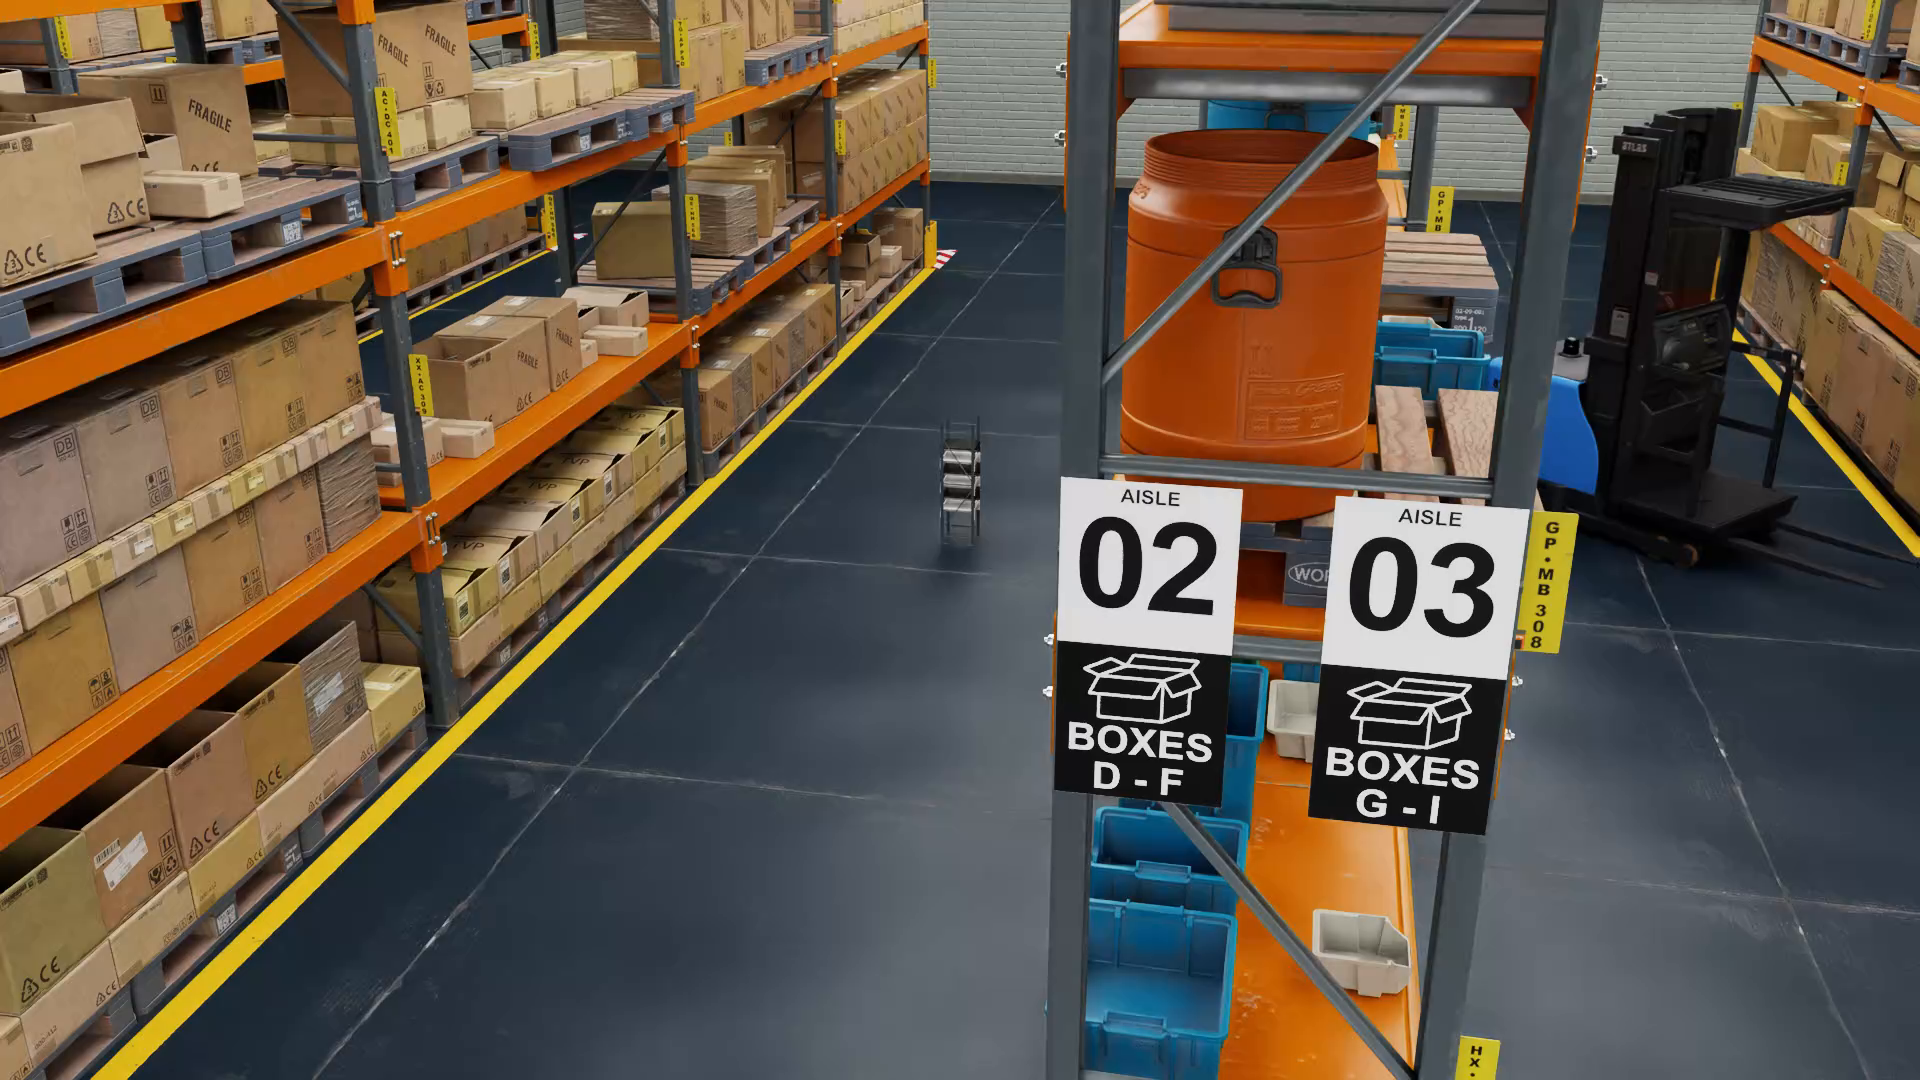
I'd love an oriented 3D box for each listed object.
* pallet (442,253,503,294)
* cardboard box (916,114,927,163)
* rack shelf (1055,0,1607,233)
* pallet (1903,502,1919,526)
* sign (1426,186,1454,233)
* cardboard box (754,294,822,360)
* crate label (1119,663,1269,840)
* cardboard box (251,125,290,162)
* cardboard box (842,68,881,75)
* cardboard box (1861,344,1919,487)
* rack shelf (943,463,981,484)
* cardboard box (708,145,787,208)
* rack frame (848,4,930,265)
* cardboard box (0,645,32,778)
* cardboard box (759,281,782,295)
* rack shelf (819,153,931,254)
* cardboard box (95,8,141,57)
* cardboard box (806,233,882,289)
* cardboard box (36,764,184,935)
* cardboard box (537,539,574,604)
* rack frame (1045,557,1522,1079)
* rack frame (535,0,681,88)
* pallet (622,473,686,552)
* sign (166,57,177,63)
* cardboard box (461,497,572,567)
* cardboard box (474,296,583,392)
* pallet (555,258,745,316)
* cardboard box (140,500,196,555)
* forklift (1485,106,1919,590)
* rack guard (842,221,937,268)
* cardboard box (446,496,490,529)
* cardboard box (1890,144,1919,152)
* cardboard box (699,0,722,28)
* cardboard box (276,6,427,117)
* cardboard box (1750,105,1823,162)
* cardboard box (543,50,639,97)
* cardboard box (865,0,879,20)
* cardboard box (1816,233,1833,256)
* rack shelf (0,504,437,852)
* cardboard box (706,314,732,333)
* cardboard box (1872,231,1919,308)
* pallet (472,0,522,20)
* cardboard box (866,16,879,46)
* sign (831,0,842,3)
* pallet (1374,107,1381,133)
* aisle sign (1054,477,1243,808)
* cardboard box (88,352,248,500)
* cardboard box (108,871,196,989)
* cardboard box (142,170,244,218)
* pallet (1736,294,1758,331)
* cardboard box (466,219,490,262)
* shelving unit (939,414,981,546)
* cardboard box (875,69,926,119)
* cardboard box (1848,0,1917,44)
[{"bbox_3d":[-6.051,-3.125,19.332,1.003,0.211,1.213,4,22,11],"label":"pallet"},{"bbox_3d":[-0.688,-4.648,19.245,0.500,0.500,0.500,5,23,13],"label":"cardboard box"},{"bbox_3d":[1.129,-1.550,5.156,1.077,0.370,4.000,4,22,11],"label":"rack shelf"},{"bbox_3d":[7.436,-0.093,11.801,1.003,0.211,1.213,4,22,11],"label":"pallet"},{"bbox_3d":[2.073,-1.368,7.208,0.100,0.325,0.005,4,22,11],"label":"sign"},{"bbox_3d":[-1.609,-1.985,15.525,0.500,0.500,0.500,5,22,11],"label":"cardboard box"},{"bbox_3d":[0.831,0.734,5.968,0.502,0.435,0.616,4,22,11],"label":"crate label"},{"bbox_3d":[-6.592,-3.678,15.407,0.500,0.250,0.500,5,22,12],"label":"cardboard box"},{"bbox_3d":[-1.212,-5.154,19.163,0.500,0.500,0.500,5,23,13],"label":"cardboard box"},{"bbox_3d":[7.552,-0.889,12.328,1.225,0.875,0.875,5,22,11],"label":"cardboard box"},{"bbox_3d":[0.002,-0.473,11.672,0.258,0.077,0.200,4,22,11],"label":"rack shelf"},{"bbox_3d":[-1.995,-3.408,15.605,0.700,0.500,0.500,-3,22,-7],"label":"cardboard box"},{"bbox_3d":[-0.863,-4.786,19.722,1.000,3.000,0.127,4,22,11],"label":"rack frame"},{"bbox_3d":[-3.918,0.657,6.073,0.700,0.500,0.500,5,22,12],"label":"cardboard box"},{"bbox_3d":[-2.017,-2.209,16.081,0.500,0.500,0.500,3,22,8],"label":"cardboard box"},{"bbox_3d":[-1.271,-3.721,18.040,1.077,0.370,4.000,4,22,11],"label":"rack shelf"},{"bbox_3d":[-7.246,-4.258,13.673,0.700,0.500,0.500,3,22,8],"label":"cardboard box"},{"bbox_3d":[-1.301,-3.057,18.181,0.797,0.503,0.637,4,22,11],"label":"cardboard box"},{"bbox_3d":[-3.611,1.252,6.843,0.500,0.500,0.500,4,22,11],"label":"cardboard box"},{"bbox_3d":[-2.778,0.178,10.514,0.500,0.250,0.500,4,22,9],"label":"cardboard box"},{"bbox_3d":[0.720,1.445,4.252,1.000,3.000,0.127,4,22,11],"label":"rack frame"},{"bbox_3d":[-2.496,-4.643,11.336,1.000,3.000,0.127,4,22,11],"label":"rack frame"},{"bbox_3d":[-2.702,-0.269,12.238,1.003,0.211,1.213,4,22,11],"label":"pallet"},{"bbox_3d":[-3.845,-2.212,8.203,0.100,0.325,0.005,4,22,11],"label":"sign"},{"bbox_3d":[-2.772,-0.081,10.407,0.500,0.311,0.500,4,22,9],"label":"cardboard box"},{"bbox_3d":[-2.822,-1.292,10.912,0.500,0.500,0.500,3,22,8],"label":"cardboard box"},{"bbox_3d":[-2.426,-2.024,13.122,1.213,0.211,1.003,4,22,11],"label":"pallet"},{"bbox_3d":[-3.469,-0.067,7.003,0.380,0.149,0.250,5,23,13],"label":"cardboard box"},{"bbox_3d":[5.183,-1.370,11.331,1.130,2.935,3.031,-16,27,-34],"label":"forklift"},{"bbox_3d":[-0.879,-3.599,20.120,1.175,0.500,0.348,4,22,11],"label":"rack guard"},{"bbox_3d":[-3.306,-0.120,10.504,0.500,0.311,0.500,4,22,11],"label":"cardboard box"},{"bbox_3d":[8.366,-3.138,14.430,0.500,0.500,0.500,4,22,11],"label":"cardboard box"},{"bbox_3d":[-2.192,-4.294,13.013,0.500,0.500,0.500,4,22,11],"label":"cardboard box"},{"bbox_3d":[-3.147,-2.484,8.627,0.500,0.500,0.500,5,22,12],"label":"cardboard box"},{"bbox_3d":[8.370,-4.108,16.837,0.500,0.500,0.500,4,22,10],"label":"cardboard box"},{"bbox_3d":[-2.533,-3.207,11.424,0.500,0.250,0.500,3,22,7],"label":"cardboard box"},{"bbox_3d":[-1.123,-5.401,16.765,0.500,0.250,0.500,4,22,11],"label":"cardboard box"},{"bbox_3d":[7.759,-2.587,14.597,0.380,0.149,0.250,5,22,11],"label":"cardboard box"},{"bbox_3d":[-3.720,0.668,7.143,1.077,0.370,4.000,4,22,11],"label":"rack shelf"},{"bbox_3d":[-2.322,-2.008,14.577,0.500,0.250,0.500,4,22,10],"label":"cardboard box"},{"bbox_3d":[7.475,-2.097,12.911,0.500,0.500,0.500,4,22,10],"label":"cardboard box"},{"bbox_3d":[-5.854,-6.240,19.437,1.003,0.211,1.213,4,22,11],"label":"pallet"},{"bbox_3d":[-1.128,-5.169,16.859,0.500,0.250,0.500,4,22,11],"label":"cardboard box"},{"bbox_3d":[-1.135,-5.096,15.257,0.100,0.325,0.005,4,22,11],"label":"sign"},{"bbox_3d":[2.605,-3.057,11.667,1.003,0.211,1.213,4,22,11],"label":"pallet"},{"bbox_3d":[0.415,0.242,3.757,0.394,0.787,0.004,4,22,11],"label":"aisle sign"},{"bbox_3d":[-3.601,-0.515,7.246,0.700,0.500,0.500,4,22,11],"label":"cardboard box"},{"bbox_3d":[-3.600,1.601,6.981,0.500,0.250,0.500,4,22,11],"label":"cardboard box"},{"bbox_3d":[-3.290,-1.470,7.060,0.380,0.149,0.250,4,22,11],"label":"cardboard box"},{"bbox_3d":[8.747,-2.438,17.623,1.003,0.211,1.213,4,22,11],"label":"pallet"},{"bbox_3d":[-5.962,-3.567,19.479,0.700,0.500,0.500,4,22,9],"label":"cardboard box"},{"bbox_3d":[0.002,-0.420,11.693,0.258,0.900,0.210,4,22,11],"label":"shelving unit"},{"bbox_3d":[-0.685,-5.112,19.060,0.500,0.500,0.500,4,22,10],"label":"cardboard box"},{"bbox_3d":[8.119,-4.536,14.257,0.700,0.500,0.500,3,22,8],"label":"cardboard box"}]
